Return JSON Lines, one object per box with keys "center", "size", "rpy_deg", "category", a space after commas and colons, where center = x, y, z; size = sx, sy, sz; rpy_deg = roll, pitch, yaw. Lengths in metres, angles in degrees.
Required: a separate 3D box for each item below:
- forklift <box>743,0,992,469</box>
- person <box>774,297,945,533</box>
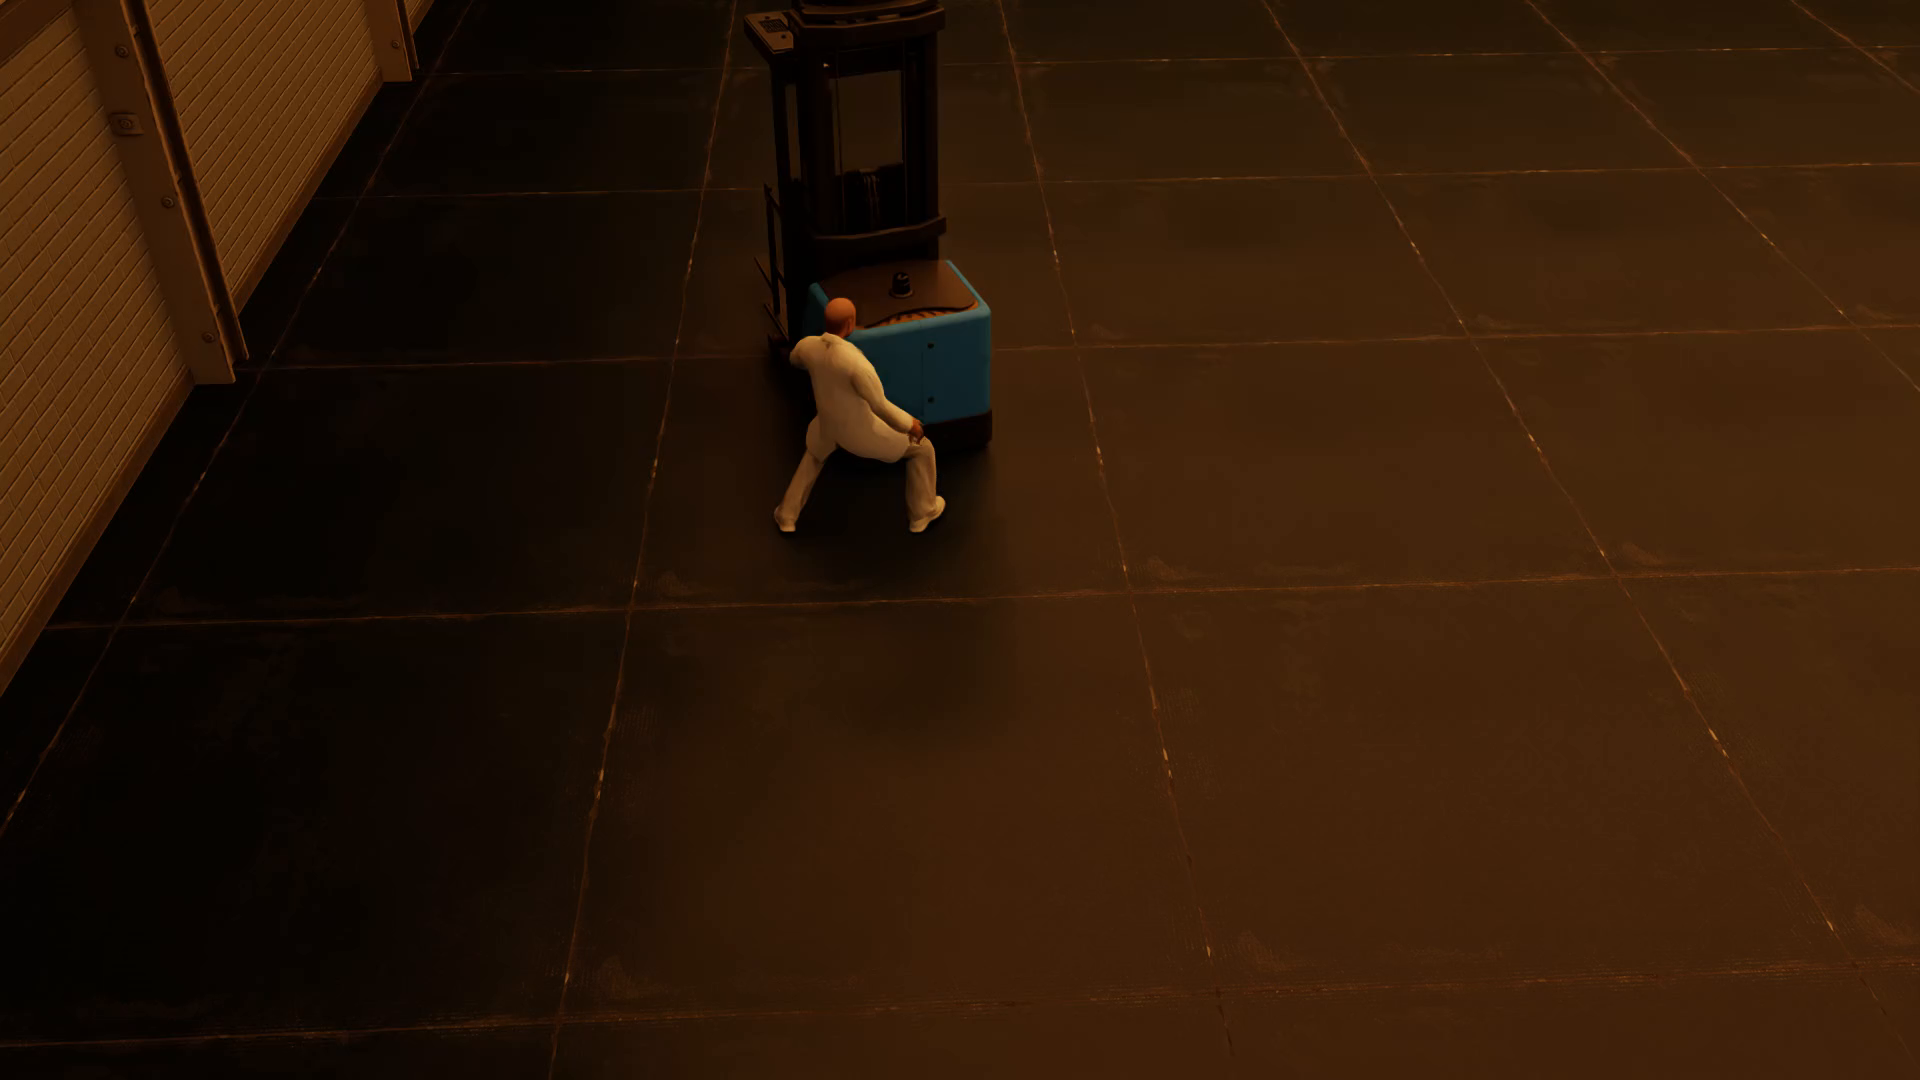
{"center": [-0.782, -2.518, 11.467], "size": [1.130, 2.935, 3.031], "rpy_deg": [-13, 38, -17], "category": "forklift"}
{"center": [-0.684, -0.778, 10.245], "size": [1.011, 1.640, 0.879], "rpy_deg": [27, 44, 32], "category": "person"}
